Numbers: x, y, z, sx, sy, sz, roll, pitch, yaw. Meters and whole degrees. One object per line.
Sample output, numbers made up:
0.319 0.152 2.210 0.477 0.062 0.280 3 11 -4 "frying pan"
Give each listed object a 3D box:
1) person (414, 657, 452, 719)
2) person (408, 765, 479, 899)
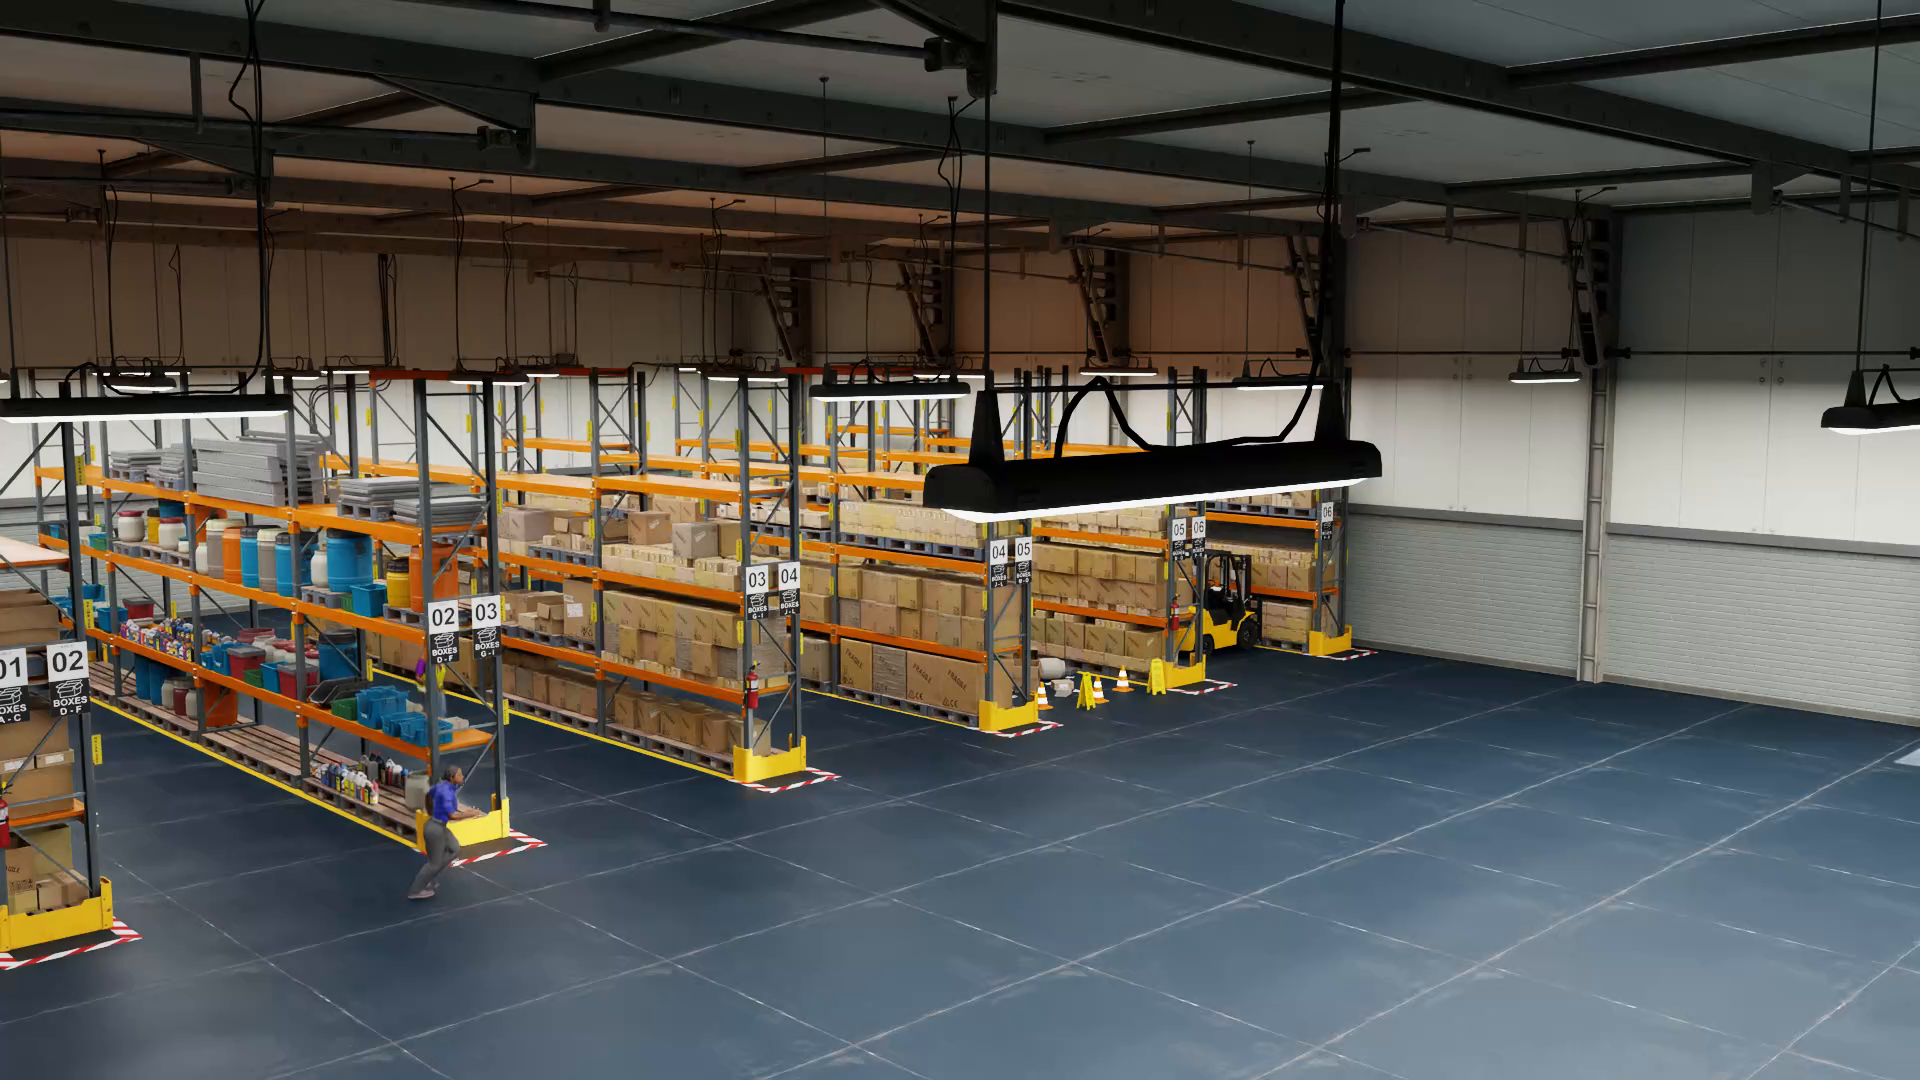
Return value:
-8.655 2.442 26.990 0.798 1.716 0.700 3 7 26 "person"
-6.037 3.379 19.403 0.827 1.547 0.583 -2 7 -21 "person"
